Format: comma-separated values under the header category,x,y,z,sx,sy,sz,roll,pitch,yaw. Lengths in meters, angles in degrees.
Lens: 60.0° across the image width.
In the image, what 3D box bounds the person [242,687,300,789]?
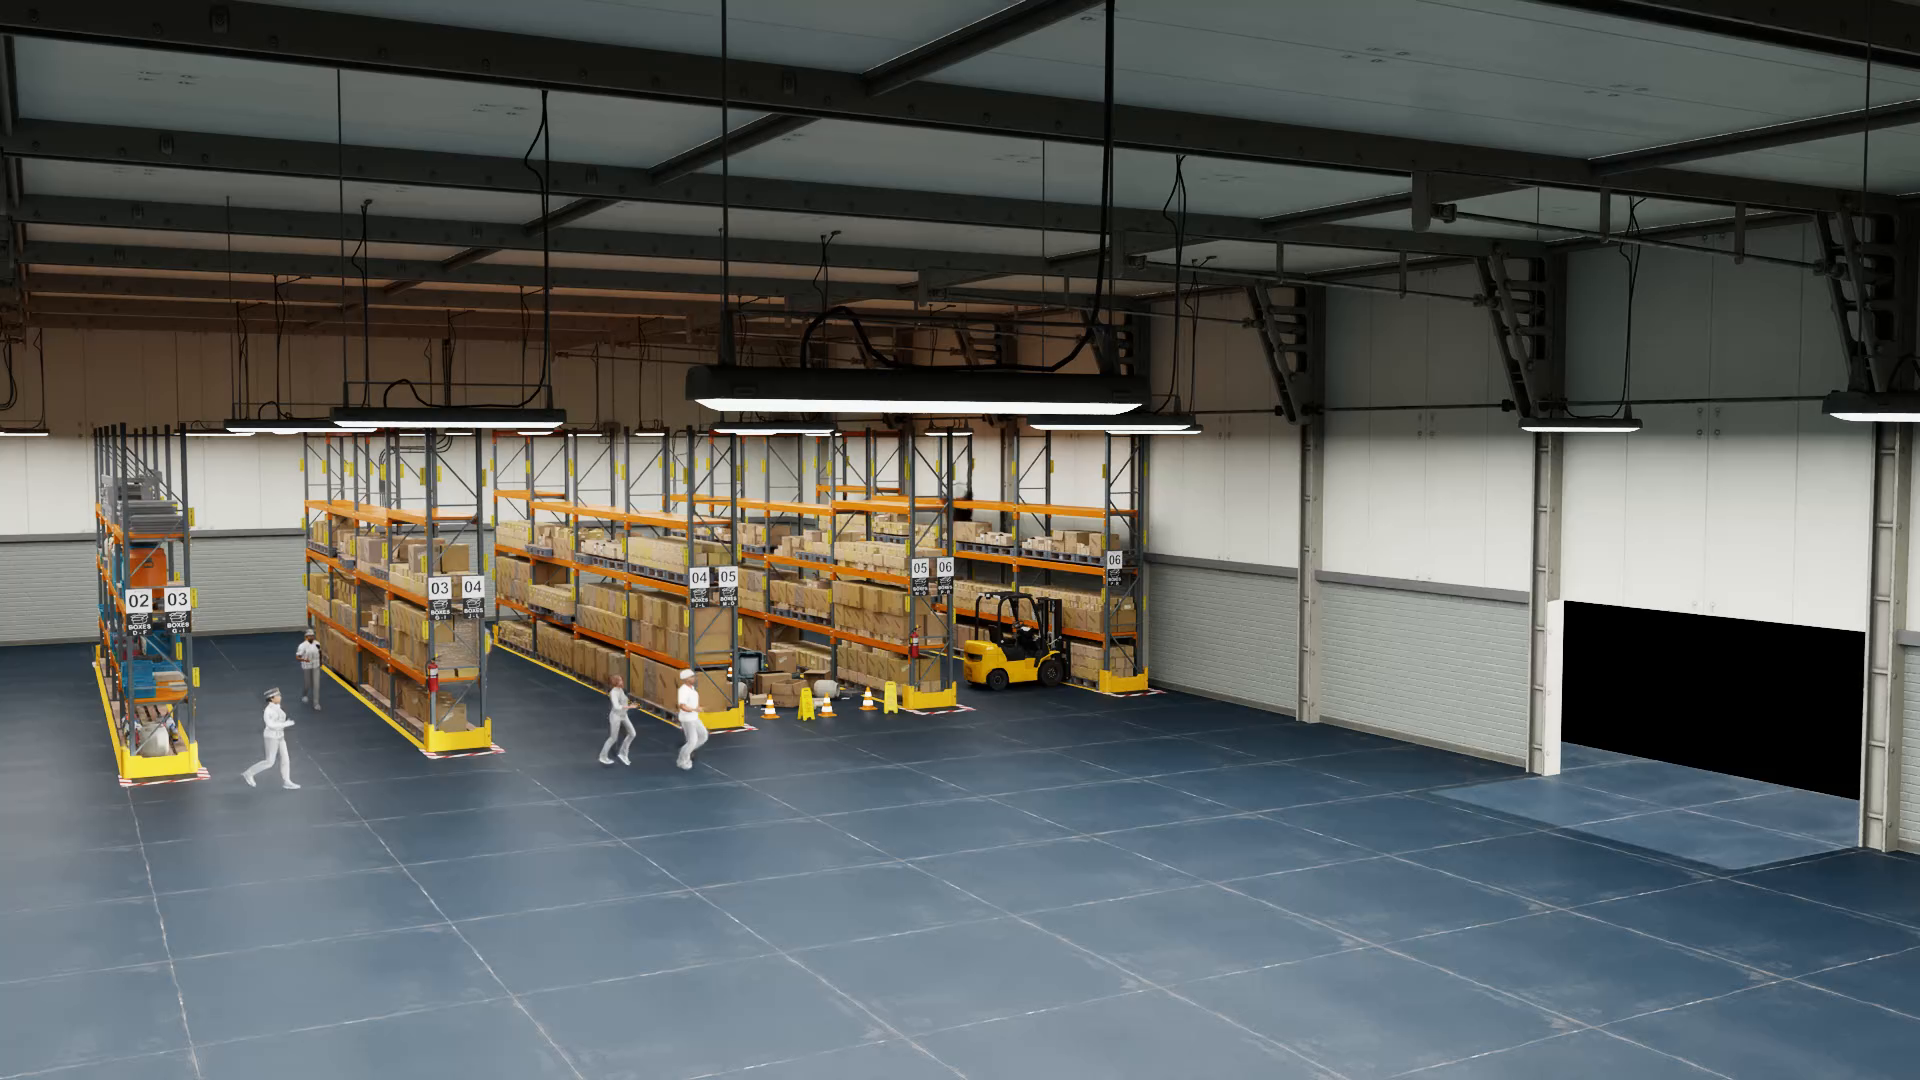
category,x,y,z,sx,sy,sz,roll,pitch,yaw
person,-11.194,3.227,27.048,0.871,1.670,0.612,0,3,-5

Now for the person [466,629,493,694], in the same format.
category,x,y,z,sx,sy,sz,roll,pitch,yaw
person,-10.847,2.590,37.494,0.669,1.769,0.821,-2,4,-32

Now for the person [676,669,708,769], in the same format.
category,x,y,z,sx,sy,sz,roll,pitch,yaw
person,-4.653,3.096,28.803,0.549,1.726,0.770,0,3,4

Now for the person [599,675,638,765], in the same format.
category,x,y,z,sx,sy,sz,roll,pitch,yaw
person,-5.967,3.158,29.115,0.706,1.614,0.507,1,4,12

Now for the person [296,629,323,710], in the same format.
category,x,y,z,sx,sy,sz,roll,pitch,yaw
person,-13.805,2.727,35.336,0.586,1.698,0.934,-2,4,-35
